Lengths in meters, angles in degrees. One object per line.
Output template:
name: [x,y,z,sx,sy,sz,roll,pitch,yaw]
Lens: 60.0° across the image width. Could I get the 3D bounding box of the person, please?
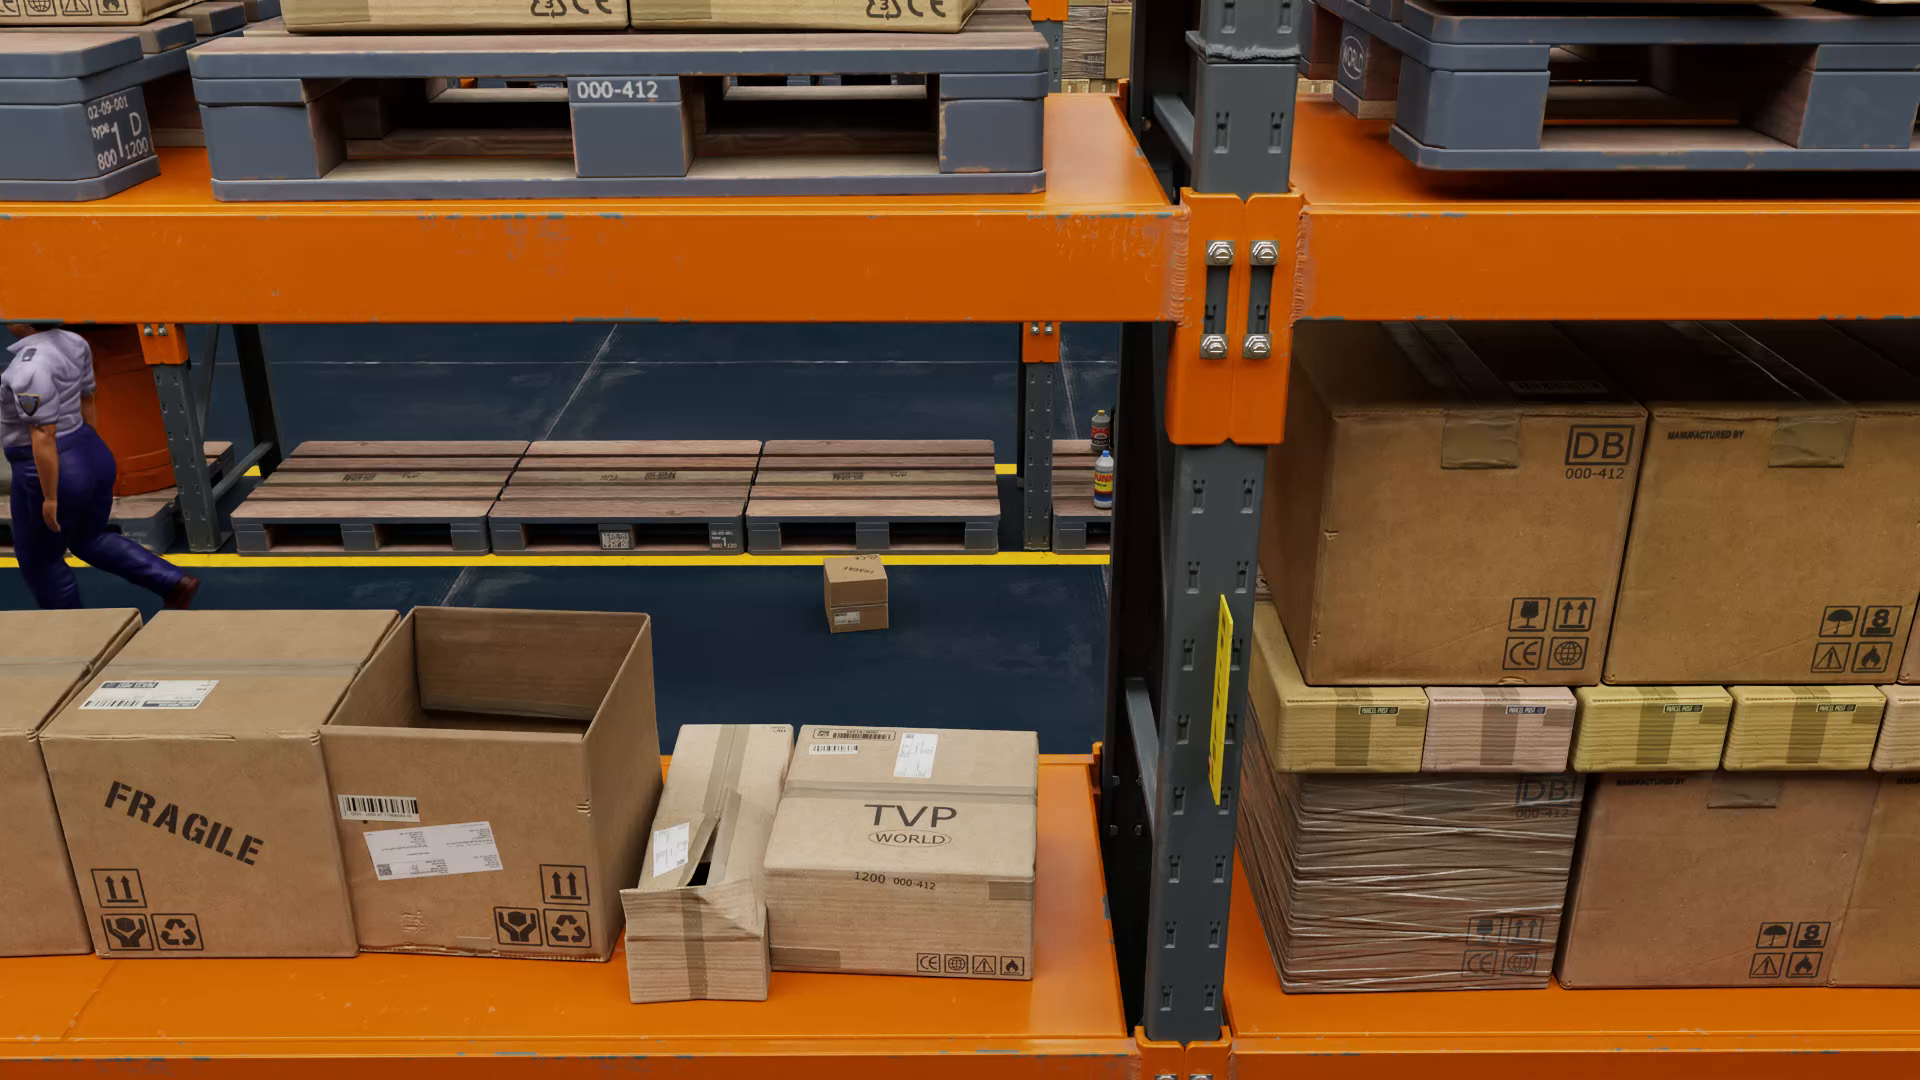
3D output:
person: [-3.560,-0.267,6.680,0.723,1.622,0.481,0,24,0]
